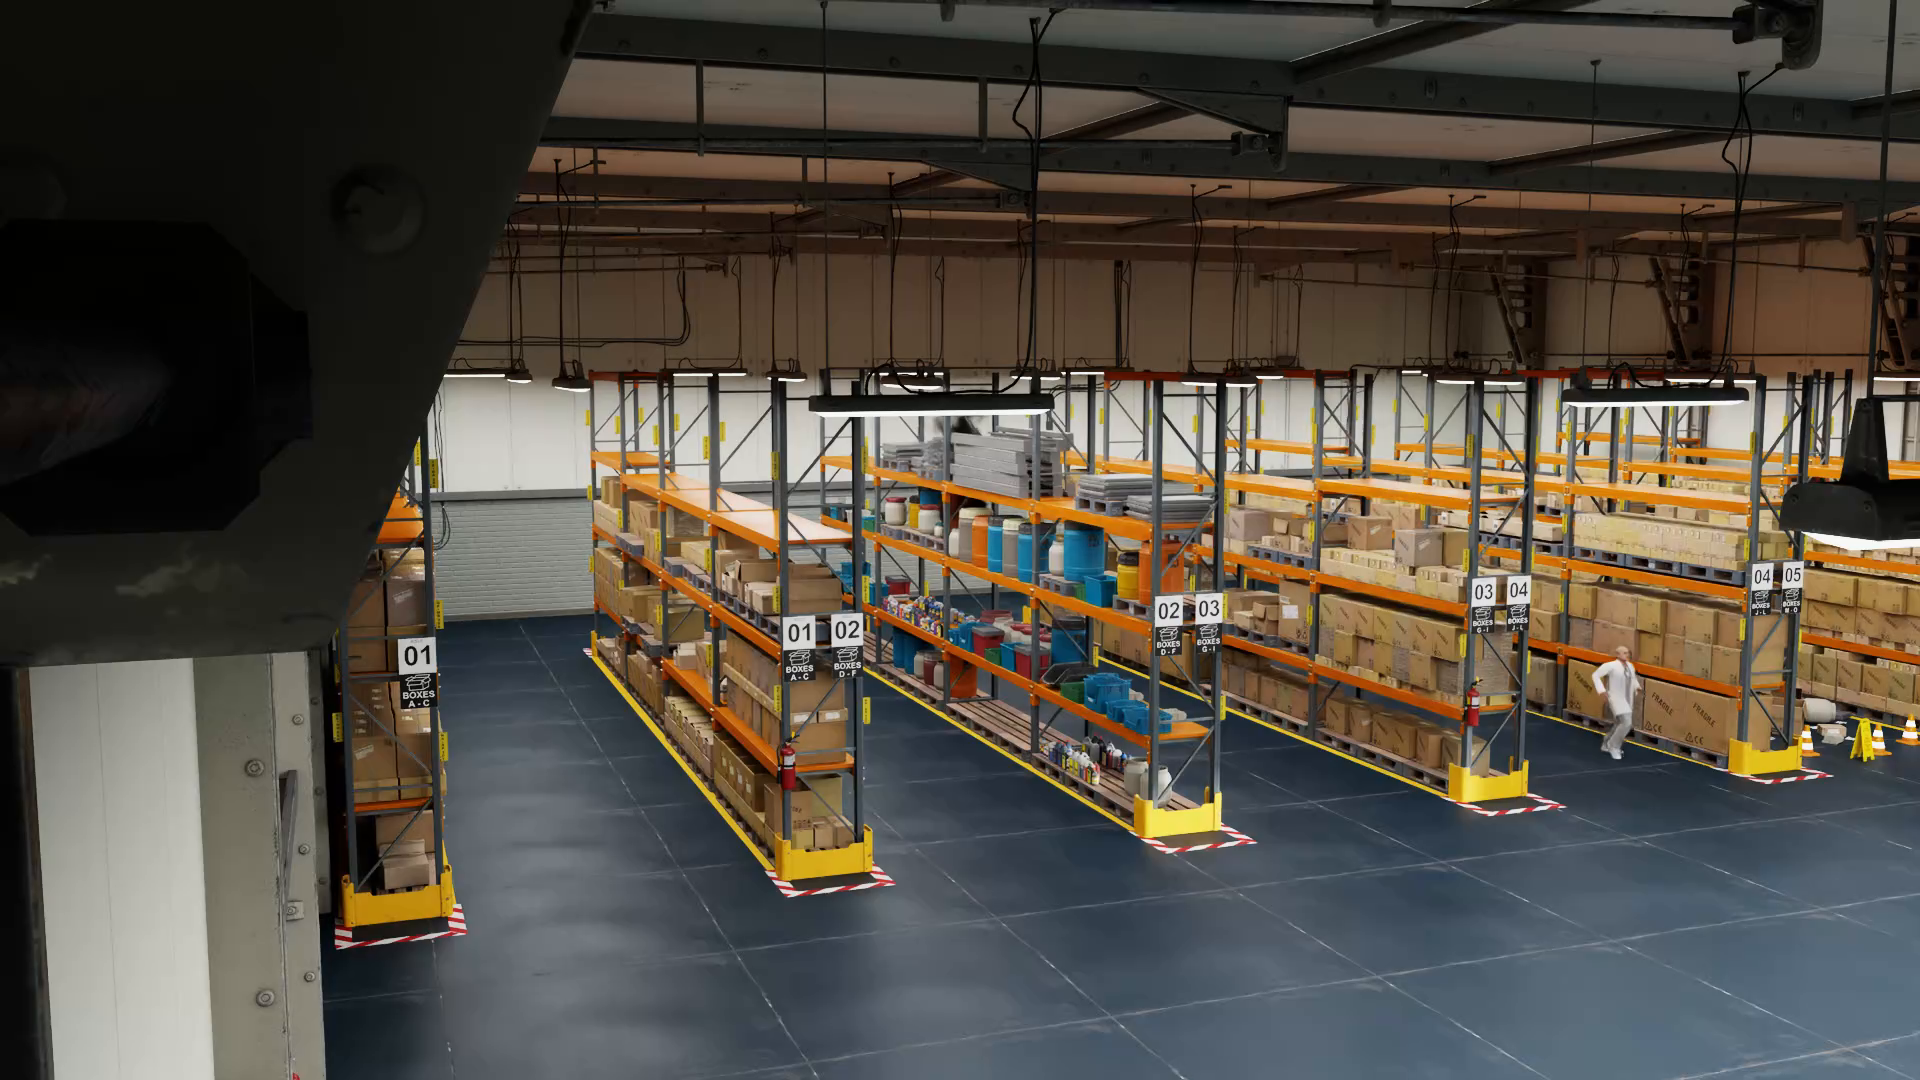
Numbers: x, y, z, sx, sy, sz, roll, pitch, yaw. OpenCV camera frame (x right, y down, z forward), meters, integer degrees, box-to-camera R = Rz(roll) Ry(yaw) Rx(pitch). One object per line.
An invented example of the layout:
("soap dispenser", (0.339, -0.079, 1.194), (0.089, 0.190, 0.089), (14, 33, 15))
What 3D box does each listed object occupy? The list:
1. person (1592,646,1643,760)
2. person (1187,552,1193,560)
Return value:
("person", (10.376, 2.564, 26.130), (0.733, 1.805, 0.679), (-3, 7, -28))
("person", (5.727, 1.086, 41.011), (0.742, 1.382, 0.605), (-4, 7, -30))
